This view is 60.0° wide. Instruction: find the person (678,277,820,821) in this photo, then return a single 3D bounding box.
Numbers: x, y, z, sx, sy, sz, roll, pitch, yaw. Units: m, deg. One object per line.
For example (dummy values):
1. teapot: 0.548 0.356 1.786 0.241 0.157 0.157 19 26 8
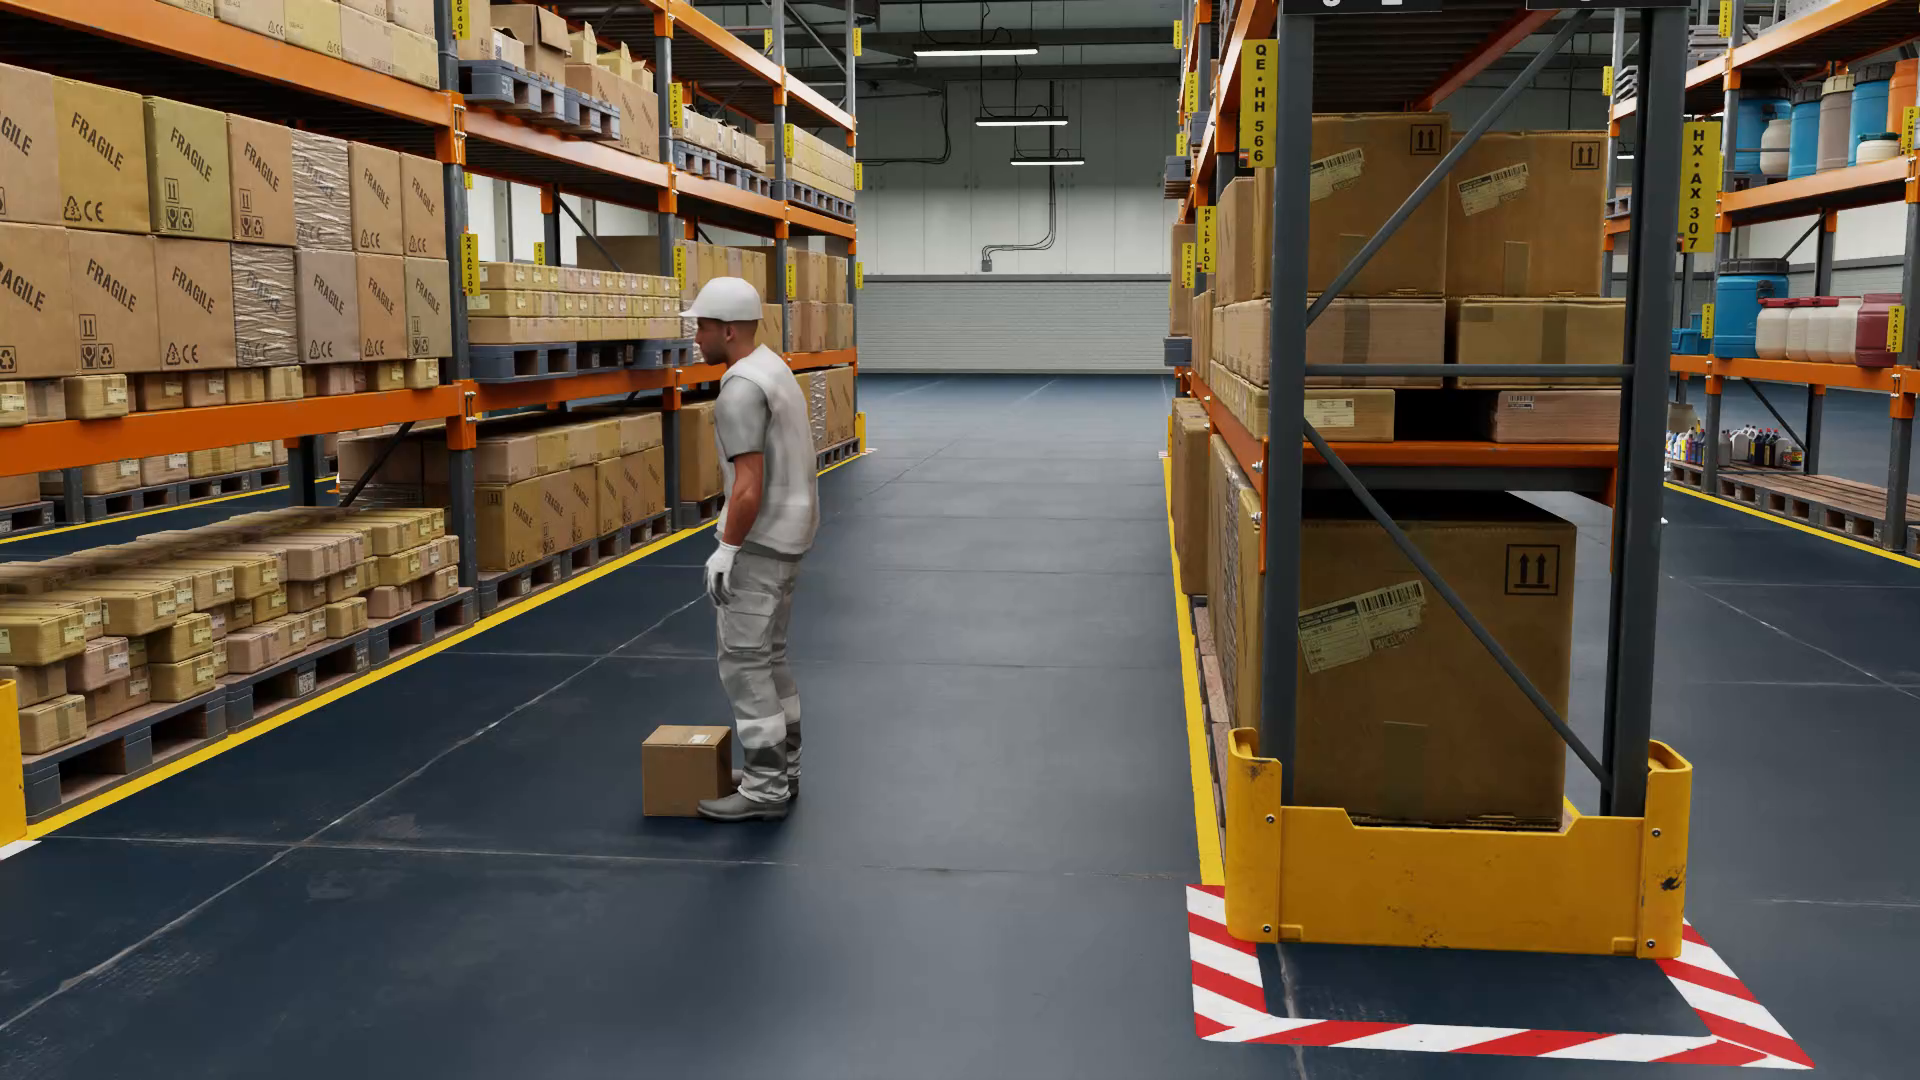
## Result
1. person: -0.696 0.026 5.527 0.448 1.780 0.608 1 8 7
